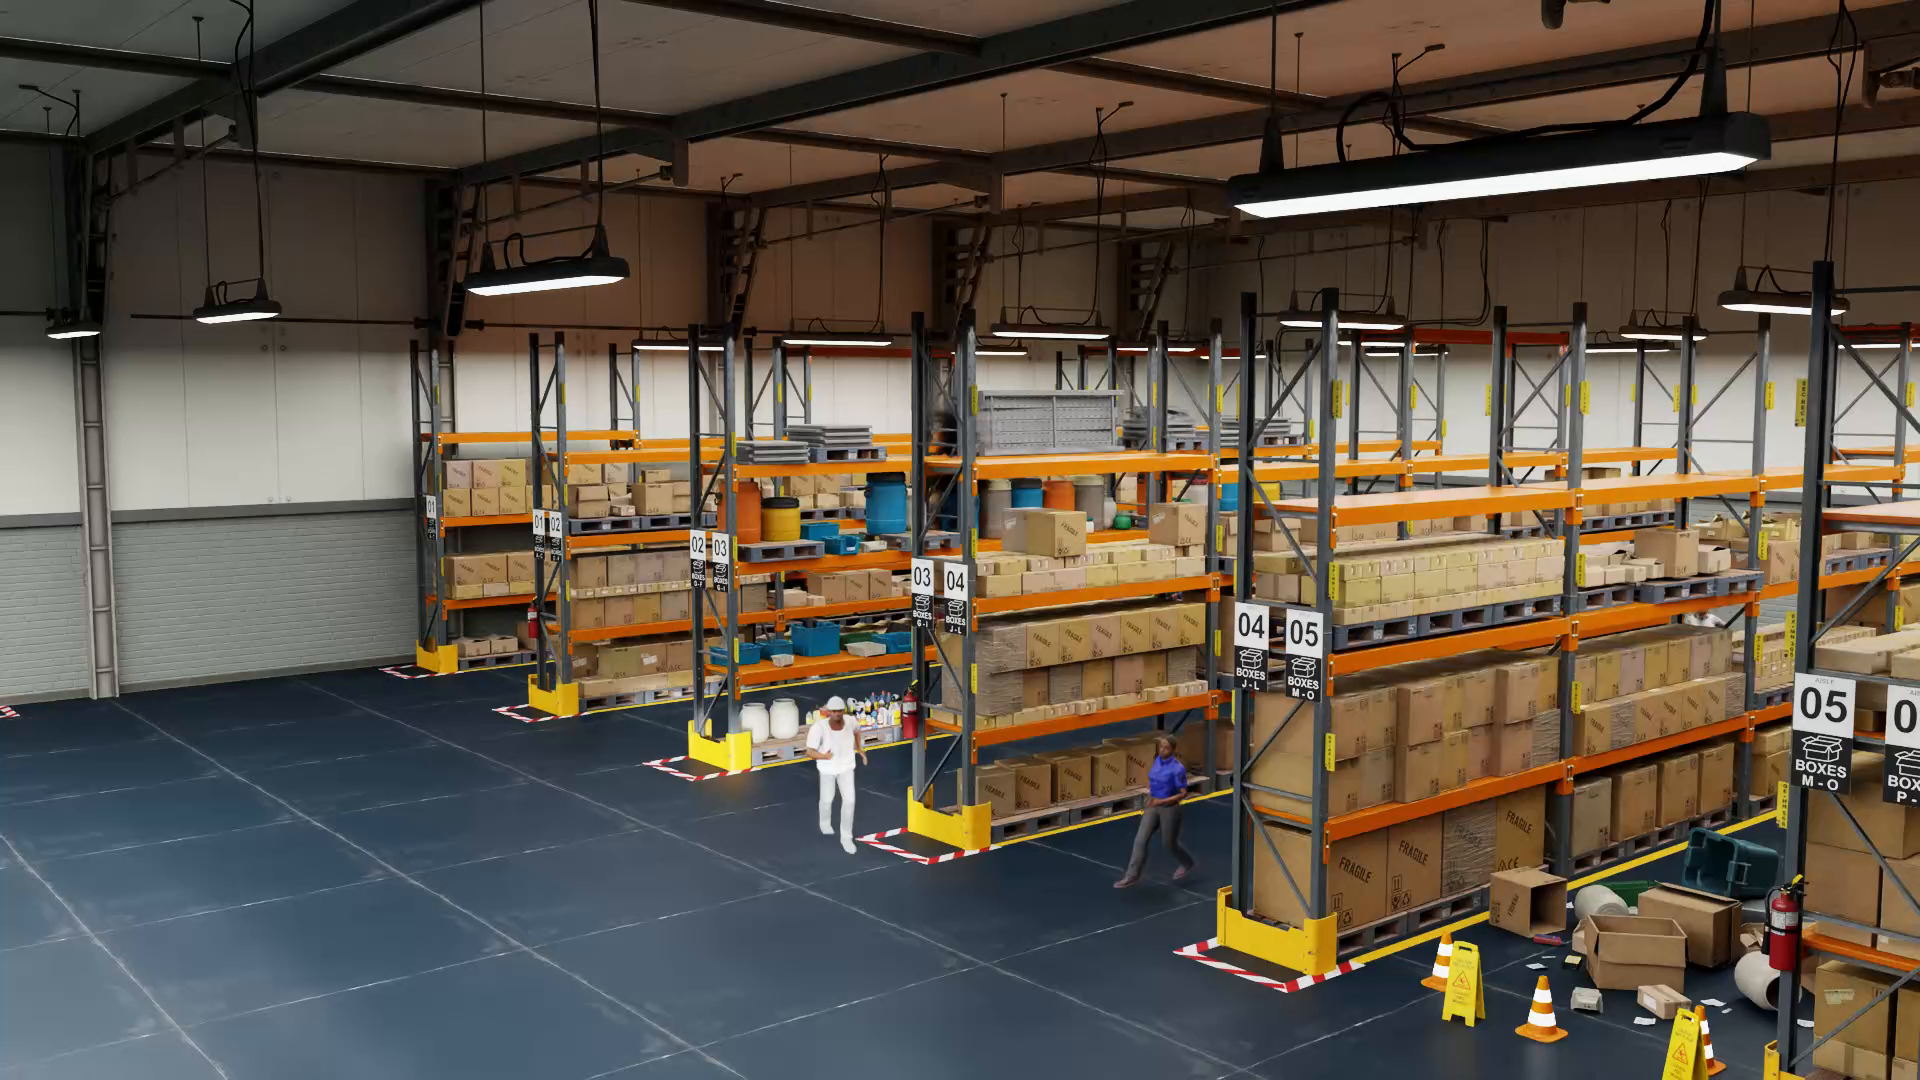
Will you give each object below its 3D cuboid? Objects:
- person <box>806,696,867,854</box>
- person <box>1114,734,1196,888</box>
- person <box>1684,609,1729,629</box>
[{"bbox_3d":[-1.383,2.576,18.624,0.722,1.728,0.993,-1,5,-13],"label":"person"},{"bbox_3d":[2.090,2.758,16.956,0.991,1.581,0.625,-4,7,-38],"label":"person"},{"bbox_3d":[11.896,1.809,26.646,0.639,1.827,0.866,5,7,44],"label":"person"}]
